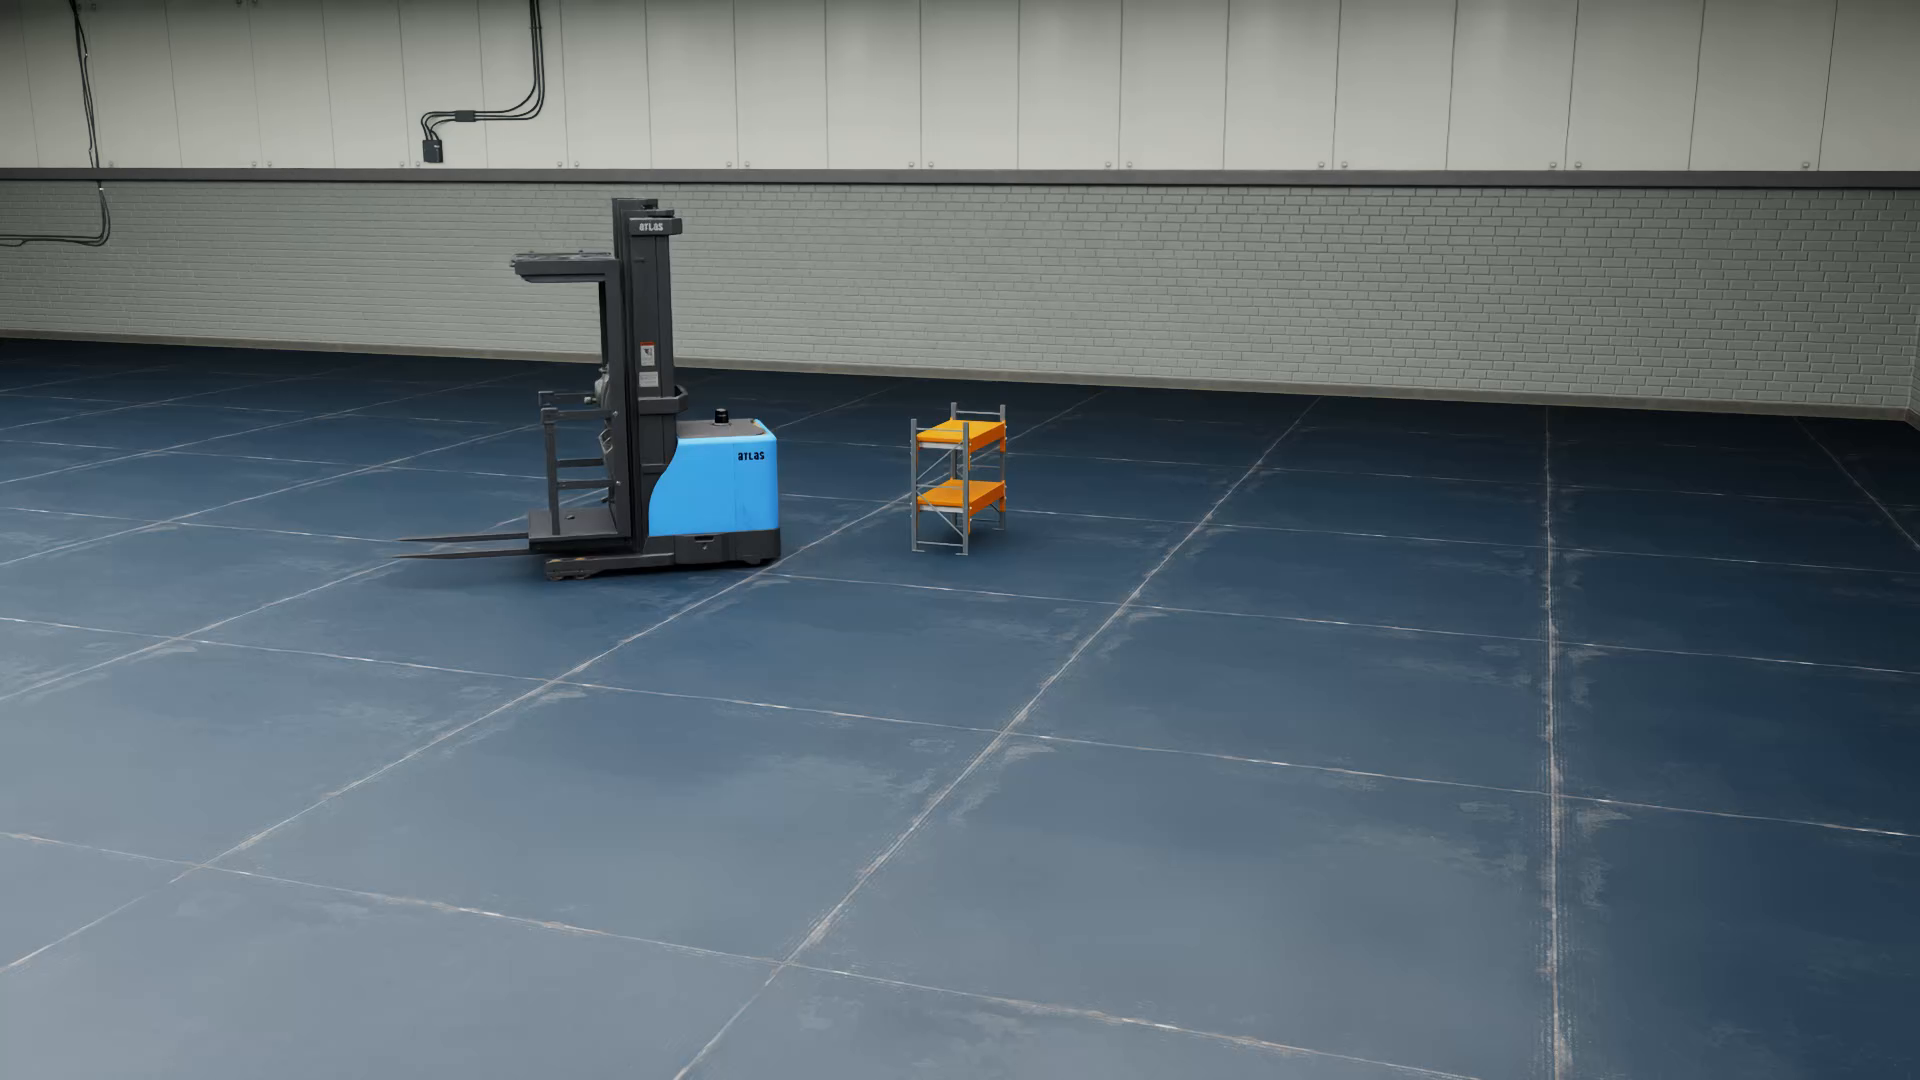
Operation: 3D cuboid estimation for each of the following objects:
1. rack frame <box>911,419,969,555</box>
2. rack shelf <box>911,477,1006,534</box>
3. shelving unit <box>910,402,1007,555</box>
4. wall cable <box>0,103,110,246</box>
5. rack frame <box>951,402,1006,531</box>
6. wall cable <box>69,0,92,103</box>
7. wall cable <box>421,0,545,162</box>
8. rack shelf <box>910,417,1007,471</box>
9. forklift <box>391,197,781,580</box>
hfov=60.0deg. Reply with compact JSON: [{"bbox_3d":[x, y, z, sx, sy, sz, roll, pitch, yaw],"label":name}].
[{"bbox_3d":[-0.167,-0.440,13.888,0.500,1.125,0.032,4,14,18],"label":"rack frame"},{"bbox_3d":[-0.002,-0.309,14.411,0.538,0.278,1.000,4,14,18],"label":"rack shelf"},{"bbox_3d":[-0.002,-0.547,14.357,0.538,1.125,1.048,4,14,18],"label":"shelving unit"},{"bbox_3d":[-16.670,-6.564,30.000,3.097,2.526,0.112,4,14,18],"label":"wall cable"},{"bbox_3d":[0.162,-0.654,14.825,0.500,1.125,0.032,4,14,18],"label":"rack frame"},{"bbox_3d":[-14.111,-8.831,28.585,3.097,2.526,0.112,4,14,18],"label":"wall cable"},{"bbox_3d":[-7.693,-9.049,26.267,2.305,6.003,0.169,4,14,18],"label":"wall cable"},{"bbox_3d":[-0.002,-0.832,14.291,0.538,0.278,1.000,4,14,18],"label":"rack shelf"},{"bbox_3d":[-3.040,-1.241,13.339,3.031,2.935,1.130,-3,13,-15],"label":"forklift"}]
